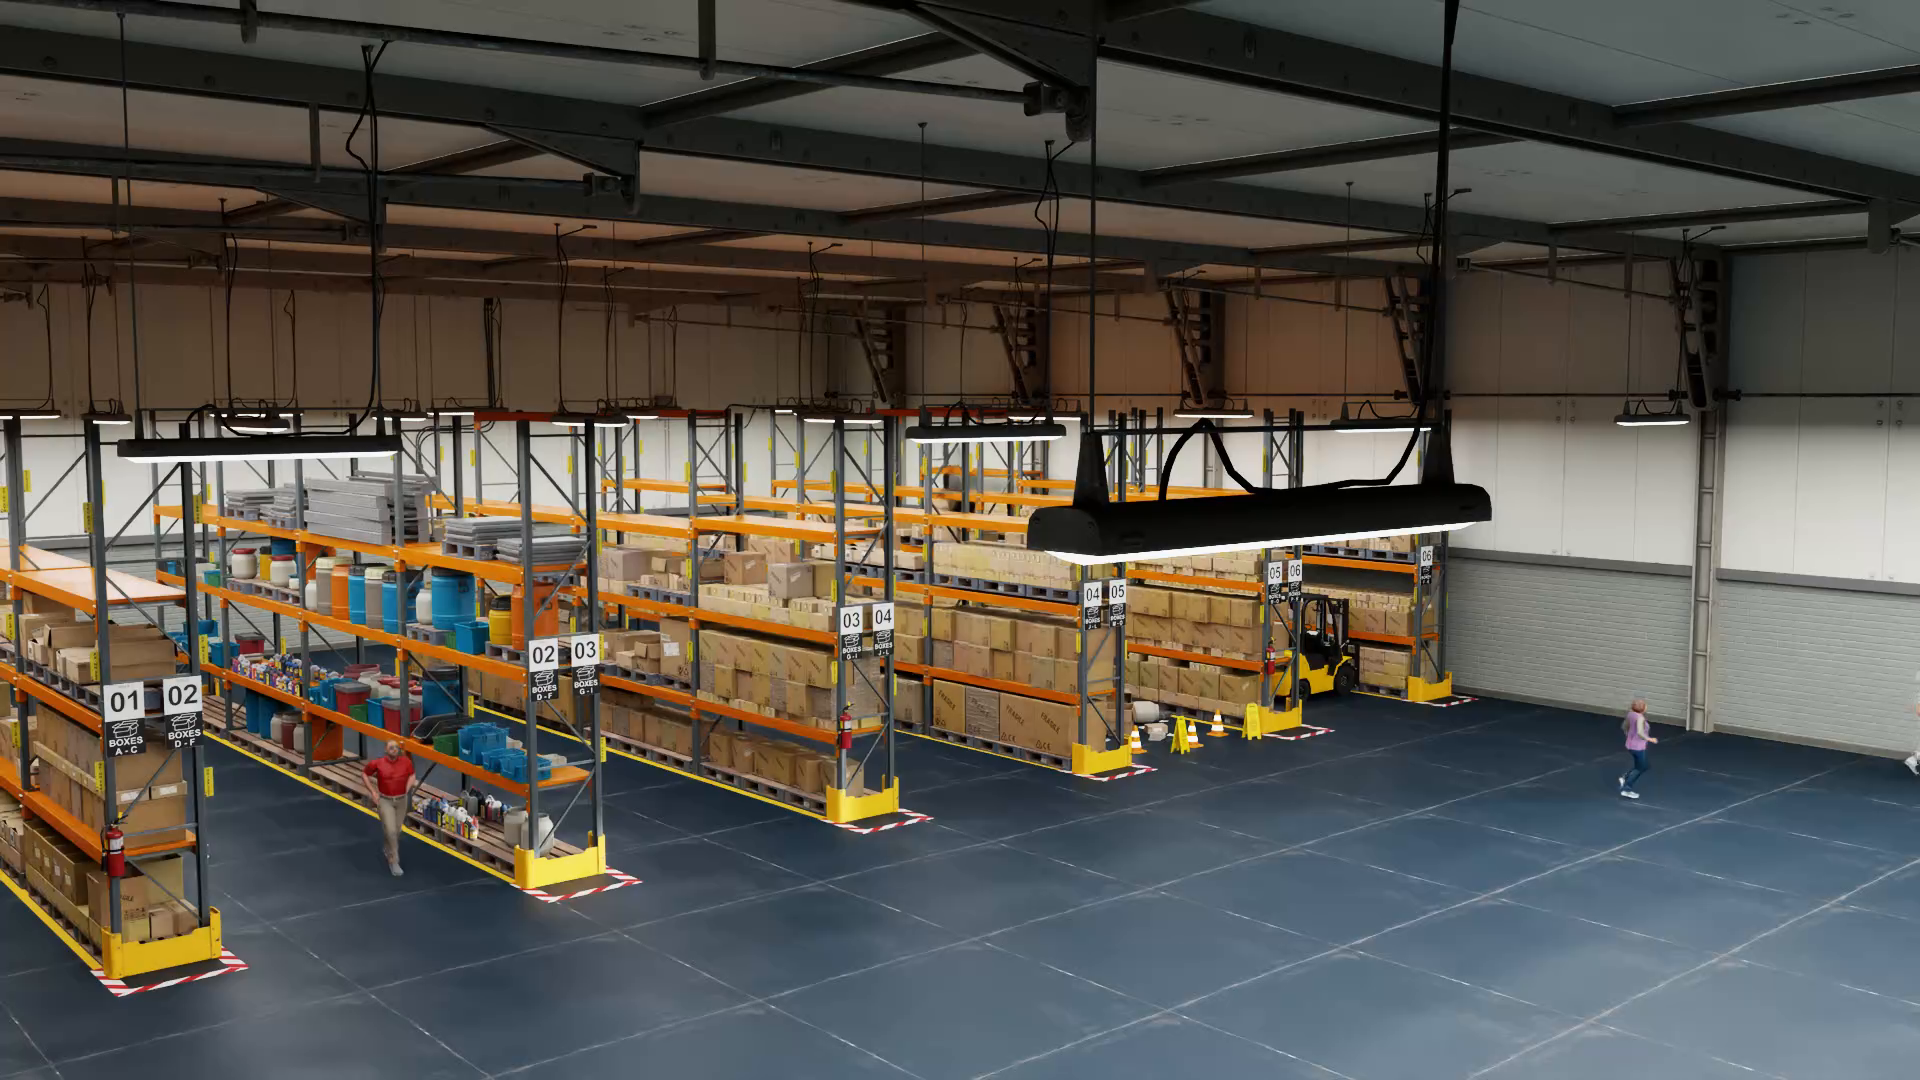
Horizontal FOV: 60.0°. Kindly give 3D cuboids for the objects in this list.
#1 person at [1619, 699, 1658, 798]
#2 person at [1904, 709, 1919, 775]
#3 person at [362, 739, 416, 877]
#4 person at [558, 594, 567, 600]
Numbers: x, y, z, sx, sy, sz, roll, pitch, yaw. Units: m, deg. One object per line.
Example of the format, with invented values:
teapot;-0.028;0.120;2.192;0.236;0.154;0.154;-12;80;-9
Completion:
person;10.639;3.262;26.045;0.517;1.565;0.541;1;5;7
person;15.845;3.067;26.917;0.981;1.766;0.665;4;6;39
person;-7.555;3.518;22.147;0.648;1.767;0.850;-4;7;-42
person;-9.355;2.084;38.799;0.591;1.680;0.751;-1;5;-8
